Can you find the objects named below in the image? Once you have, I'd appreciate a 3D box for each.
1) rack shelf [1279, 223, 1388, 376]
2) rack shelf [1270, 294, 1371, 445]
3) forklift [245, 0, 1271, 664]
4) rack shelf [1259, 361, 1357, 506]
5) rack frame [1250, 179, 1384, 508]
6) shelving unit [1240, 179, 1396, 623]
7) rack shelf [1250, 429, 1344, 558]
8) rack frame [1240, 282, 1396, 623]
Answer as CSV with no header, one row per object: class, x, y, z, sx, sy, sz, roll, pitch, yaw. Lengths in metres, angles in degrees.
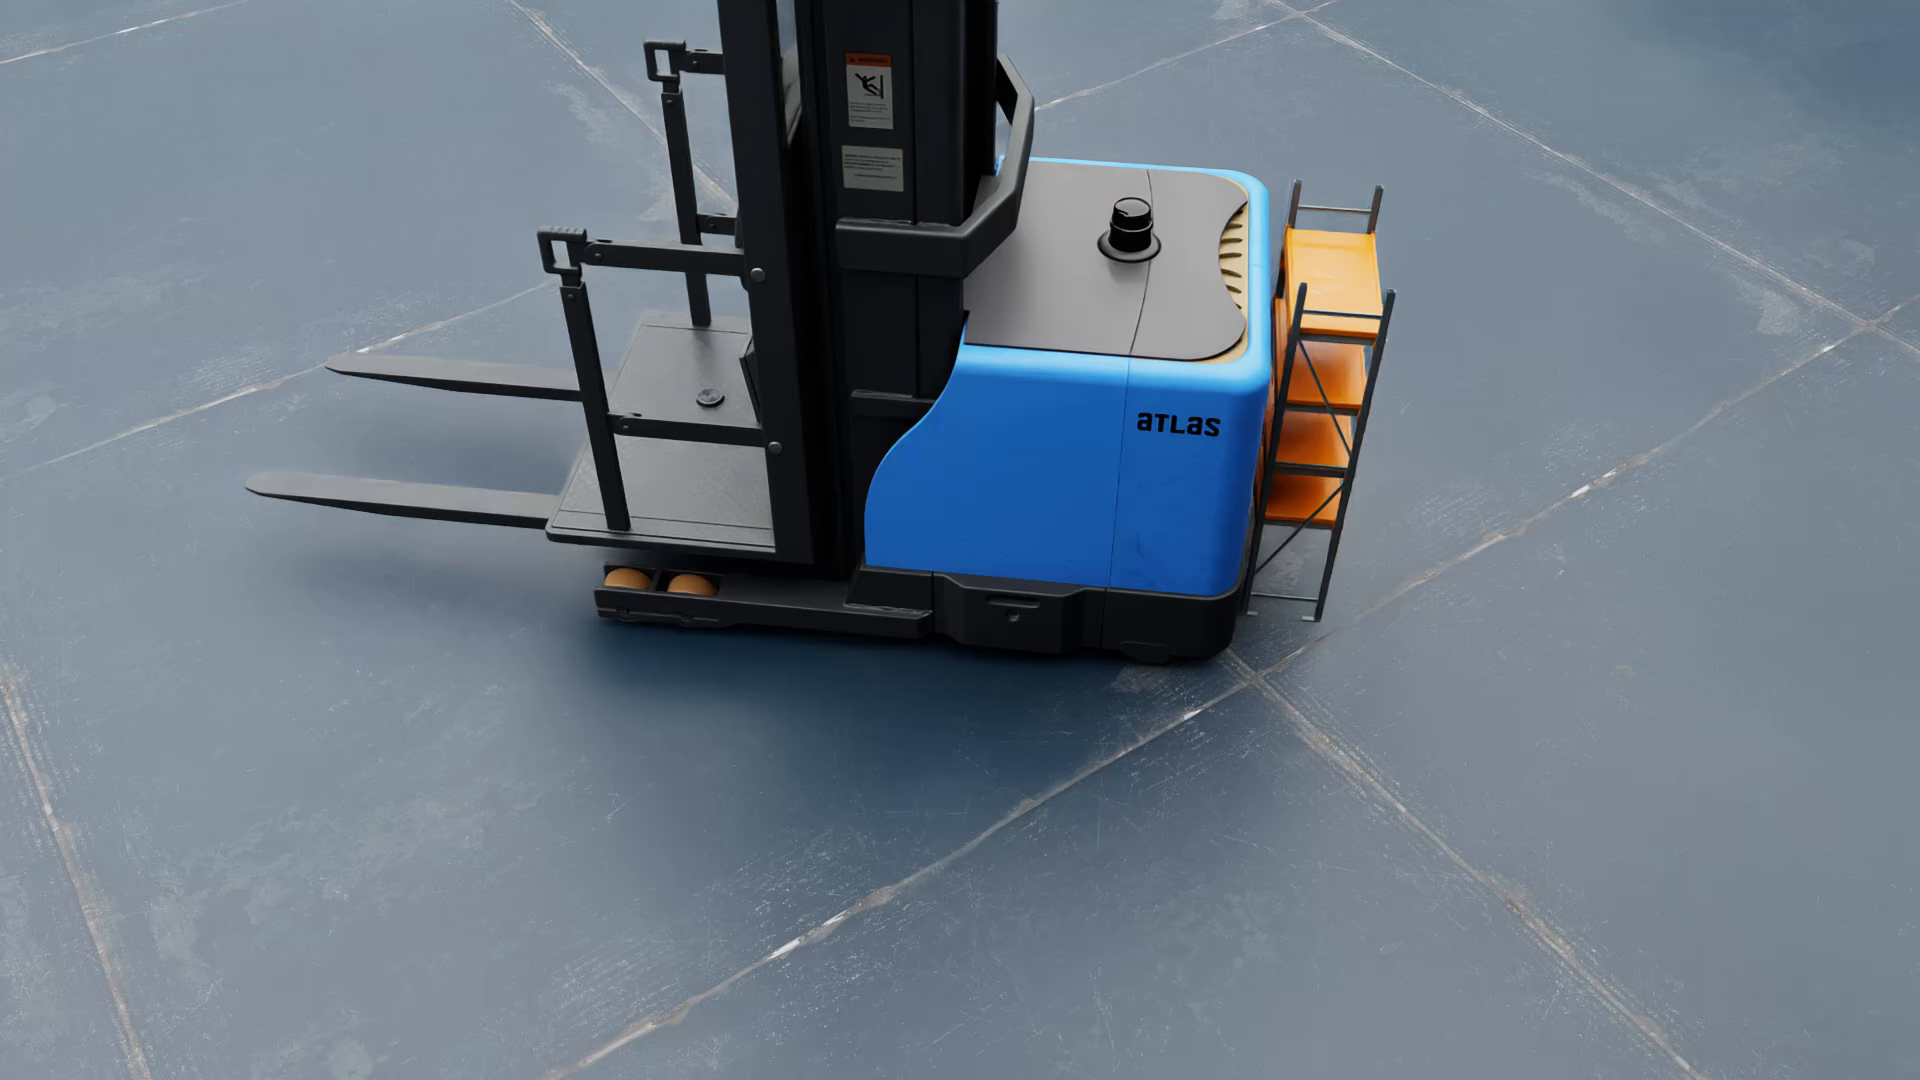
rack shelf,1.001,-0.653,4.494,0.258,0.148,0.480,5,44,5
rack shelf,0.999,-0.482,4.657,0.258,0.148,0.480,5,44,5
forklift,-0.651,-1.153,4.335,3.031,2.935,1.130,5,44,5
rack shelf,0.997,-0.320,4.812,0.258,0.148,0.480,5,44,5
rack frame,1.026,-0.536,4.941,0.240,1.200,0.015,5,44,5
shelving unit,0.997,-0.369,4.765,0.258,1.200,0.503,5,44,5
rack shelf,0.995,-0.177,4.949,0.258,0.148,0.480,5,44,5
rack frame,0.968,-0.201,4.590,0.240,1.200,0.015,5,44,5
